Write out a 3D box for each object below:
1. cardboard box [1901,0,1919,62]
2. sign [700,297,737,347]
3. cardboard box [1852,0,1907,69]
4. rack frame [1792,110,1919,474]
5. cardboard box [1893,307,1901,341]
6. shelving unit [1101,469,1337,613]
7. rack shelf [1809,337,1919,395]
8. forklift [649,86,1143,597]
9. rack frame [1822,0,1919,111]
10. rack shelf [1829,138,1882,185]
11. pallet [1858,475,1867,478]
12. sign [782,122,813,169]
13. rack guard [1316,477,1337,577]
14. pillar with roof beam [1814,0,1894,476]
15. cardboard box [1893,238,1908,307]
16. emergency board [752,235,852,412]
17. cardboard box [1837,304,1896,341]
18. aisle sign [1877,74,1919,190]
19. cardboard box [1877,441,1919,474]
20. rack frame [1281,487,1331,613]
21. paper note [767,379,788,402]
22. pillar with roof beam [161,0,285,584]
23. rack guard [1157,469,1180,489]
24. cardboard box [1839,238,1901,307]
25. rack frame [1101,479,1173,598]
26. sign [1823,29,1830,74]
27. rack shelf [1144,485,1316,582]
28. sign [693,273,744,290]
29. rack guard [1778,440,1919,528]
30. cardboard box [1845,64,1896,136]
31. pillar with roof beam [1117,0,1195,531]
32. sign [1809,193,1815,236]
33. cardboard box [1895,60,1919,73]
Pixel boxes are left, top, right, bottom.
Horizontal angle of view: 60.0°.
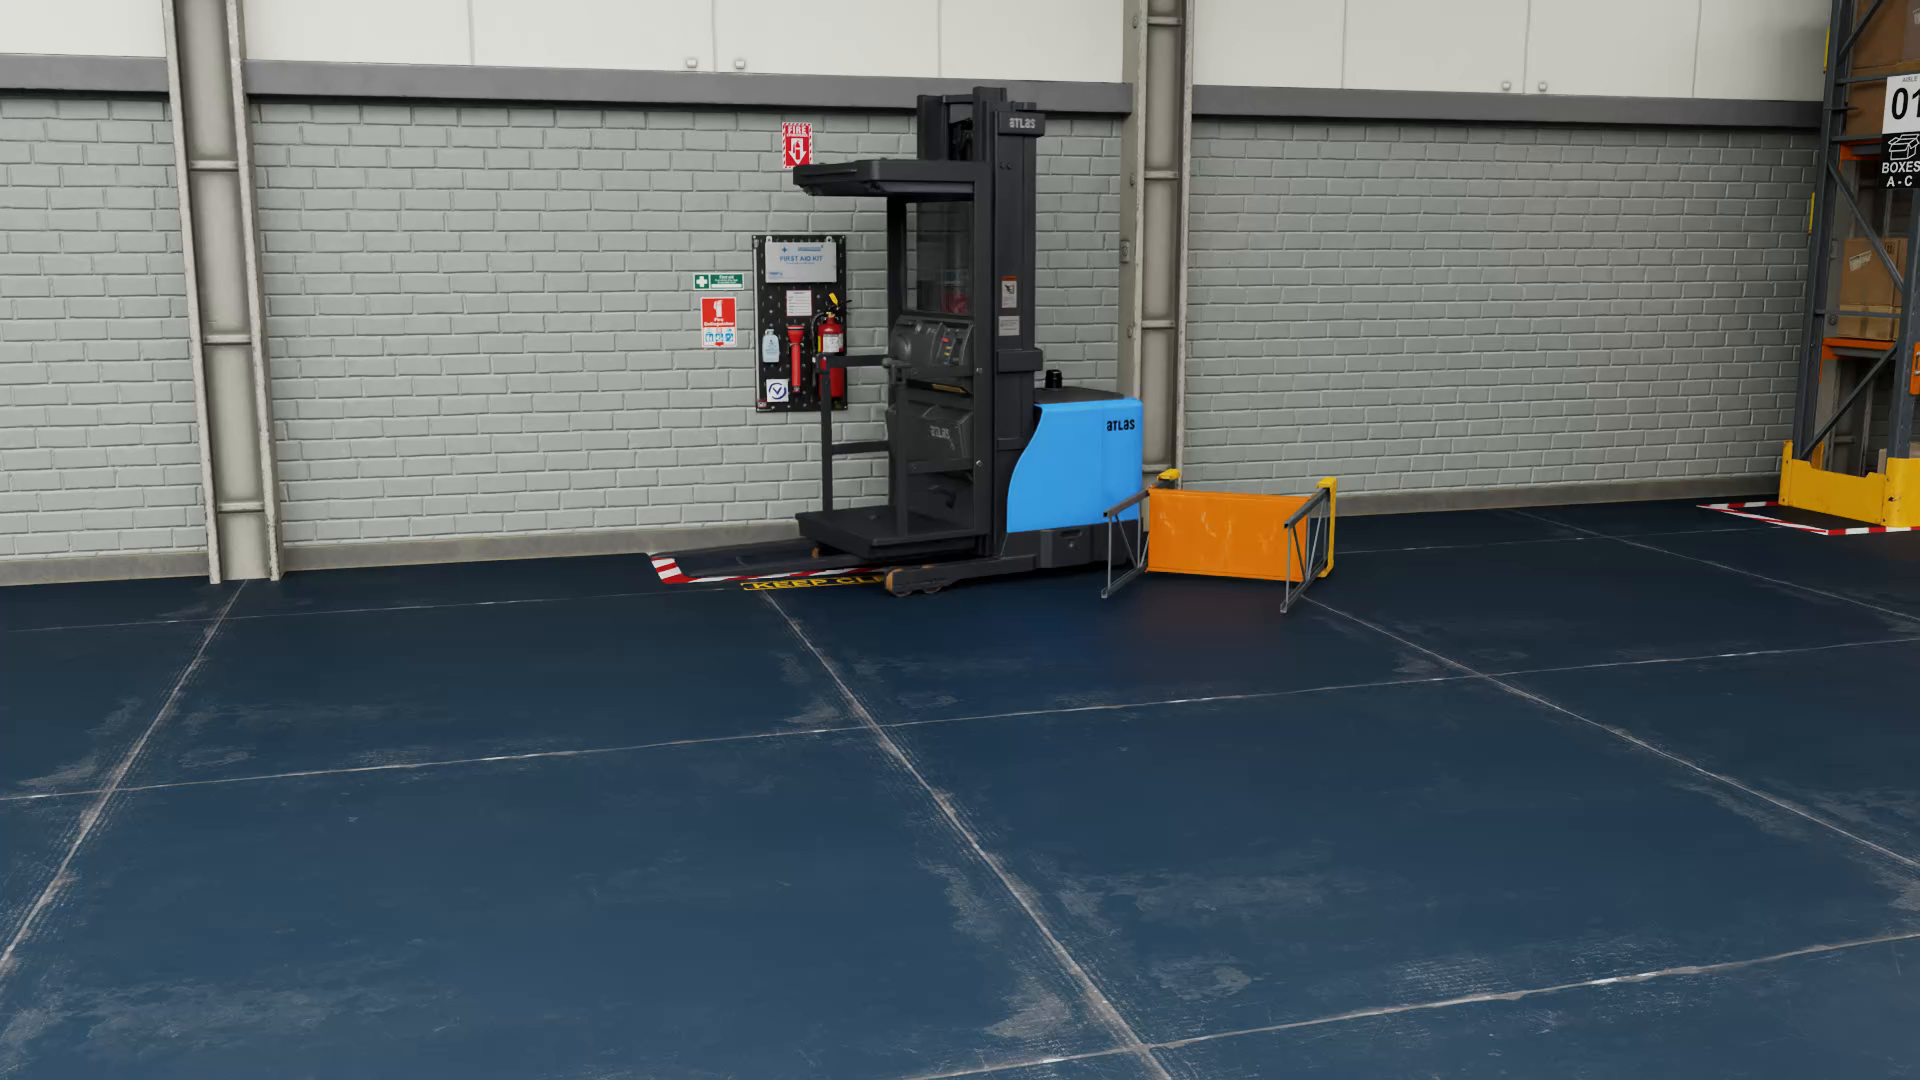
[{"bbox_3d":[7.119,-3.671,11.827,0.500,0.500,0.500,-4,11,-20],"label":"cardboard box"},{"bbox_3d":[-1.592,-1.439,10.982,0.234,0.329,0.001,-3,11,-16],"label":"sign"},{"bbox_3d":[7.022,-3.761,12.316,0.500,0.500,0.500,-3,11,-13],"label":"cardboard box"},{"bbox_3d":[6.681,-1.668,12.323,0.127,3.000,1.000,-3,11,-16],"label":"rack frame"},{"bbox_3d":[7.238,-1.574,12.169,0.500,0.250,0.500,-3,11,-18],"label":"cardboard box"},{"bbox_3d":[1.572,-0.009,9.904,1.083,0.587,1.500,4,11,21],"label":"shelving unit"},{"bbox_3d":[8.601,-1.416,12.938,4.000,0.370,1.077,-3,11,-16],"label":"rack shelf"},{"bbox_3d":[-0.361,-1.216,10.058,3.031,2.935,1.130,-6,12,-30],"label":"forklift"},{"bbox_3d":[6.681,-4.619,11.780,0.127,3.000,1.000,-3,11,-16],"label":"rack frame"},{"bbox_3d":[8.601,-2.891,12.666,4.000,0.370,1.077,-3,11,-16],"label":"rack shelf"},{"bbox_3d":[7.544,-0.336,12.786,1.213,0.211,1.003,-3,11,-16],"label":"pallet"},{"bbox_3d":[-1.068,-2.589,10.922,0.199,0.298,0.001,-3,11,-16],"label":"sign"},{"bbox_3d":[2.261,-0.082,10.301,0.087,0.587,0.250,4,11,21],"label":"rack guard"},{"bbox_3d":[8.315,-4.056,8.724,0.400,9.000,9.100,-3,11,-16],"label":"pillar with roof beam"},{"bbox_3d":[7.224,-1.945,12.114,0.500,0.500,0.500,-3,11,-16],"label":"cardboard box"},{"bbox_3d":[-1.033,-1.432,11.040,0.643,1.169,0.194,-3,11,-16],"label":"emergency board"},{"bbox_3d":[7.076,-1.662,12.646,0.500,0.250,0.500,-3,11,-15],"label":"cardboard box"},{"bbox_3d":[6.696,-2.891,11.785,0.004,0.787,0.394,-3,11,-16],"label":"aisle sign"},{"bbox_3d":[7.371,-0.582,12.632,0.500,0.311,0.500,-4,11,-22],"label":"cardboard box"},{"bbox_3d":[2.037,0.023,9.727,0.032,0.500,1.500,4,11,21],"label":"rack frame"},{"bbox_3d":[-1.222,-1.002,11.136,0.142,0.148,0.016,-3,11,-16],"label":"paper note"},{"bbox_3d":[-3.207,-3.449,5.425,0.400,9.000,9.100,-3,11,-16],"label":"pillar with roof beam"},{"bbox_3d":[1.332,-0.147,10.654,0.087,0.587,0.250,4,11,21],"label":"rack guard"},{"bbox_3d":[7.074,-2.034,12.597,0.500,0.500,0.500,-3,11,-17],"label":"cardboard box"},{"bbox_3d":[1.089,-0.043,10.088,0.032,0.500,1.500,4,11,21],"label":"rack frame"},{"bbox_3d":[6.545,-3.676,12.501,0.005,0.325,0.100,-3,11,-16],"label":"sign"},{"bbox_3d":[1.628,-0.040,10.072,1.000,0.538,0.185,4,11,21],"label":"rack shelf"},{"bbox_3d":[-1.586,-1.699,10.927,0.331,0.109,0.001,-3,11,-16],"label":"sign"},{"bbox_3d":[6.754,-0.443,12.570,0.348,0.500,1.175,-3,11,-16],"label":"rack guard"},{"bbox_3d":[7.011,-3.268,12.394,0.500,0.500,0.500,-2,11,-12],"label":"cardboard box"},{"bbox_3d":[2.554,-3.752,7.075,0.400,9.000,9.100,-3,11,-16],"label":"pillar with roof beam"},{"bbox_3d":[6.545,-2.491,12.719,0.005,0.325,0.100,-3,11,-16],"label":"sign"},{"bbox_3d":[7.072,-3.176,11.897,0.500,0.500,0.500,-3,11,-14],"label":"cardboard box"}]
